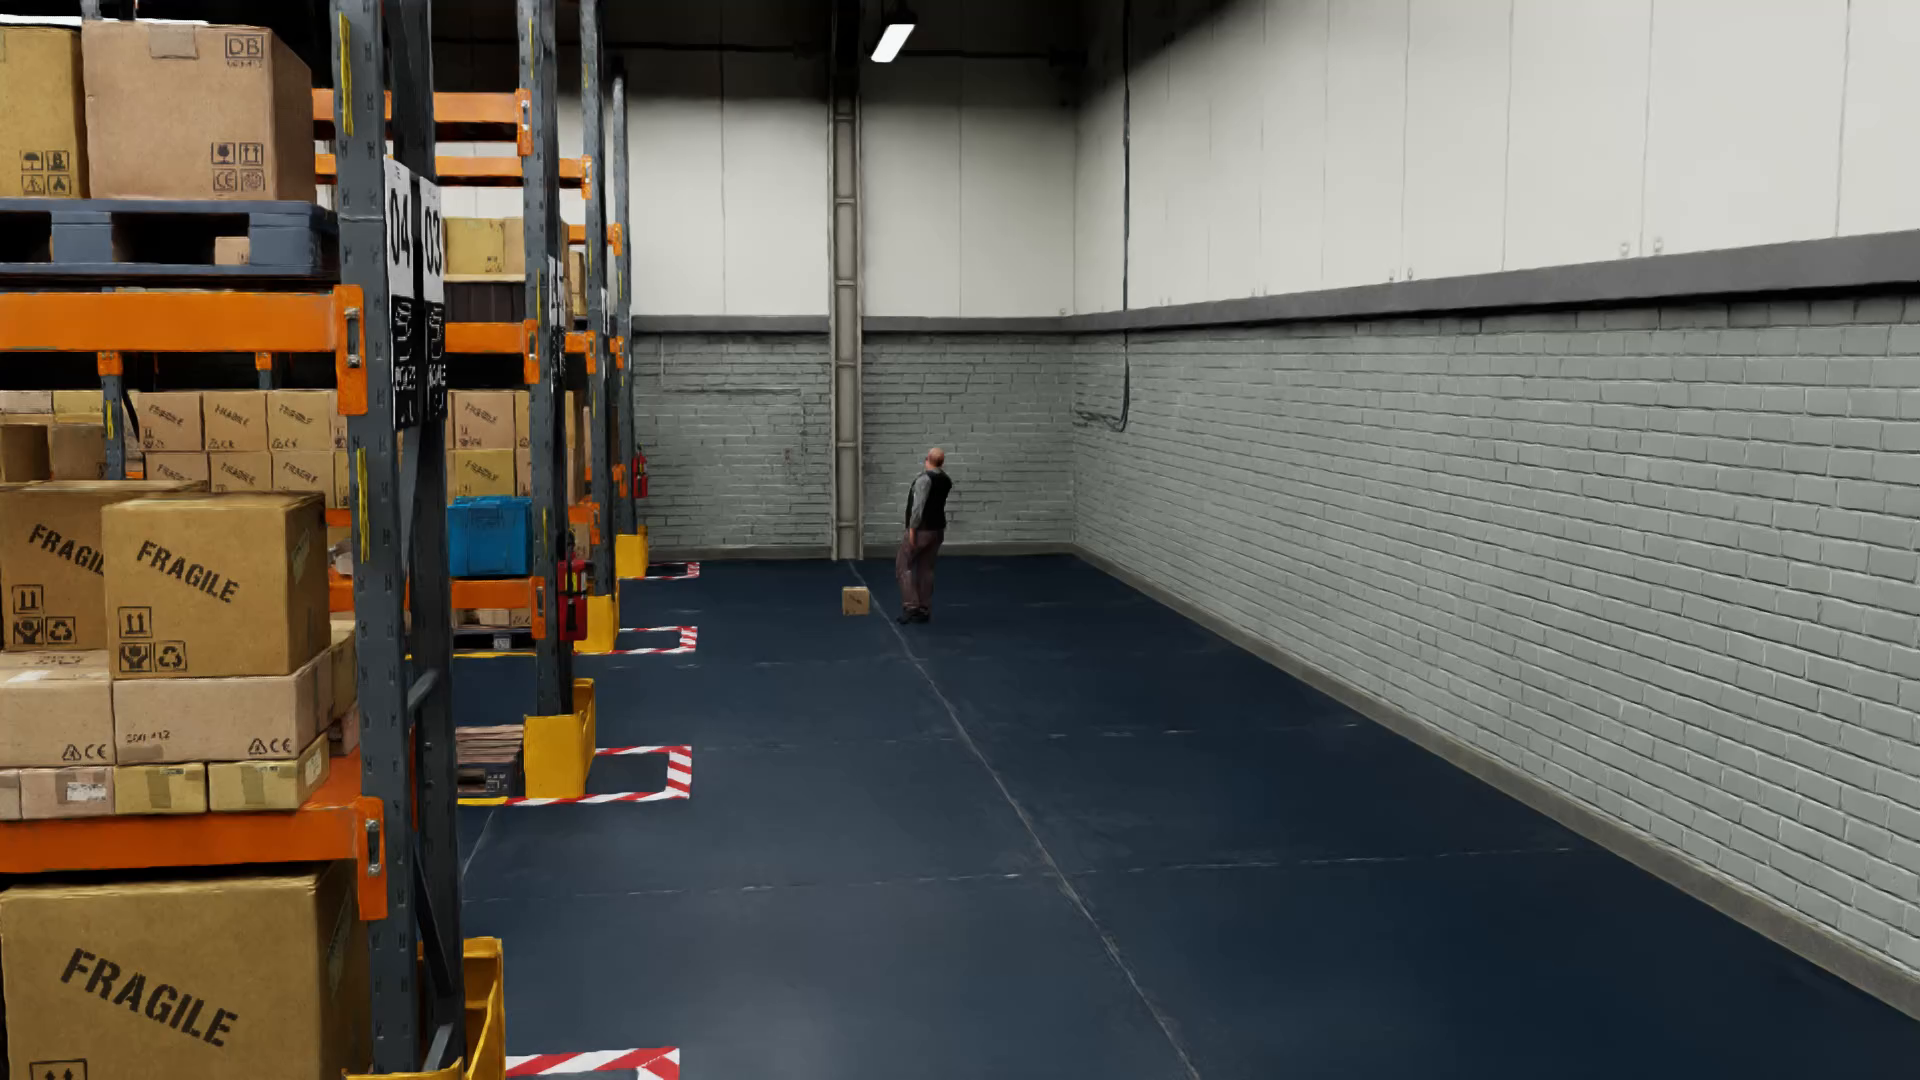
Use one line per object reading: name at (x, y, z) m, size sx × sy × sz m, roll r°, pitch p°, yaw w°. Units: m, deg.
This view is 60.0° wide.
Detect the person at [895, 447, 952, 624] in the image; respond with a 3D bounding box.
person at (-0.384, -0.036, 16.395) m, size 0.460 × 1.761 × 0.614 m, roll 4°, pitch 8°, yaw 34°
